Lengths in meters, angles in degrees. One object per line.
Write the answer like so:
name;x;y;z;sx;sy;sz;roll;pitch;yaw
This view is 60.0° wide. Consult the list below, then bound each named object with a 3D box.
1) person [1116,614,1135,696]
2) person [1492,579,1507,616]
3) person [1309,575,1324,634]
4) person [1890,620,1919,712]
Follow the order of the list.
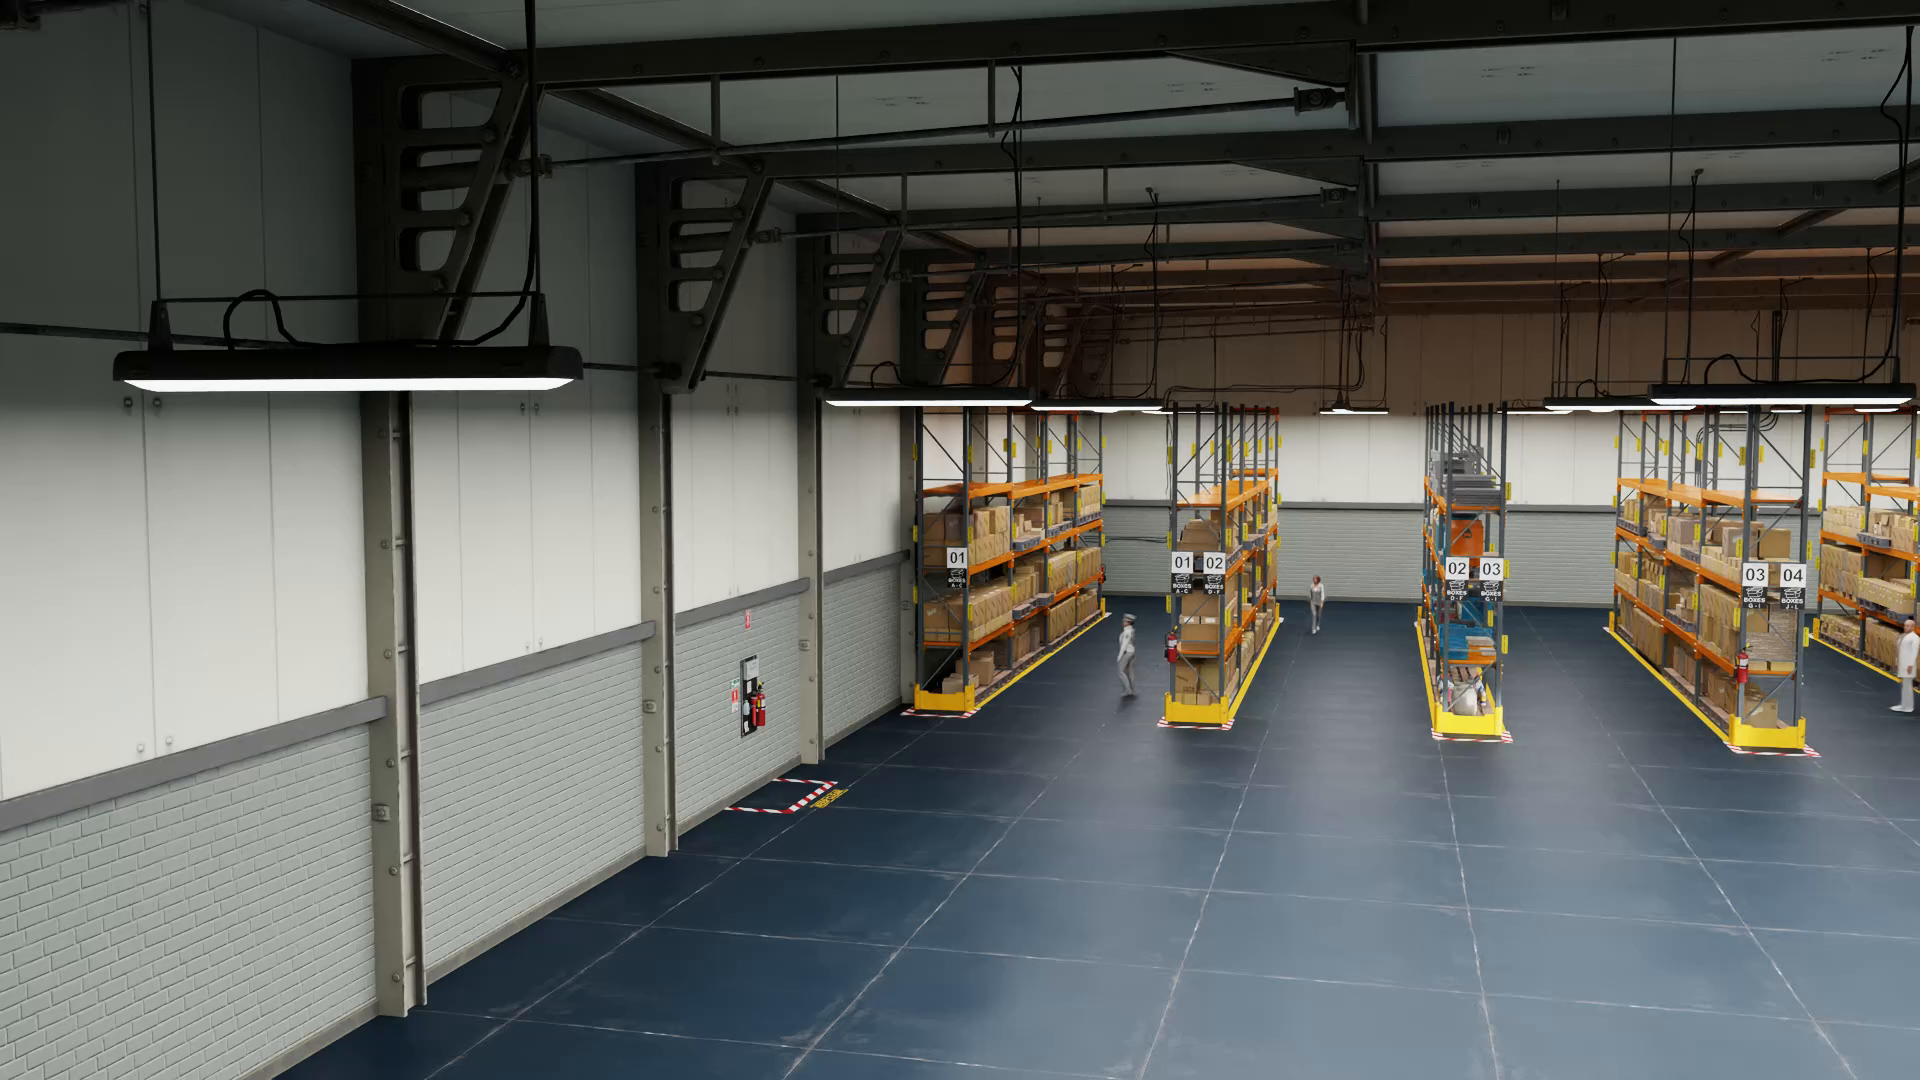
person;3.405;2.356;33.999;0.345;1.686;0.545;1;4;16
person;15.555;1.350;48.100;0.500;1.670;0.377;0;4;3
person;9.451;1.689;44.067;0.387;1.541;0.919;1;4;8
person;18.368;2.546;32.345;0.385;1.595;0.591;1;4;16
